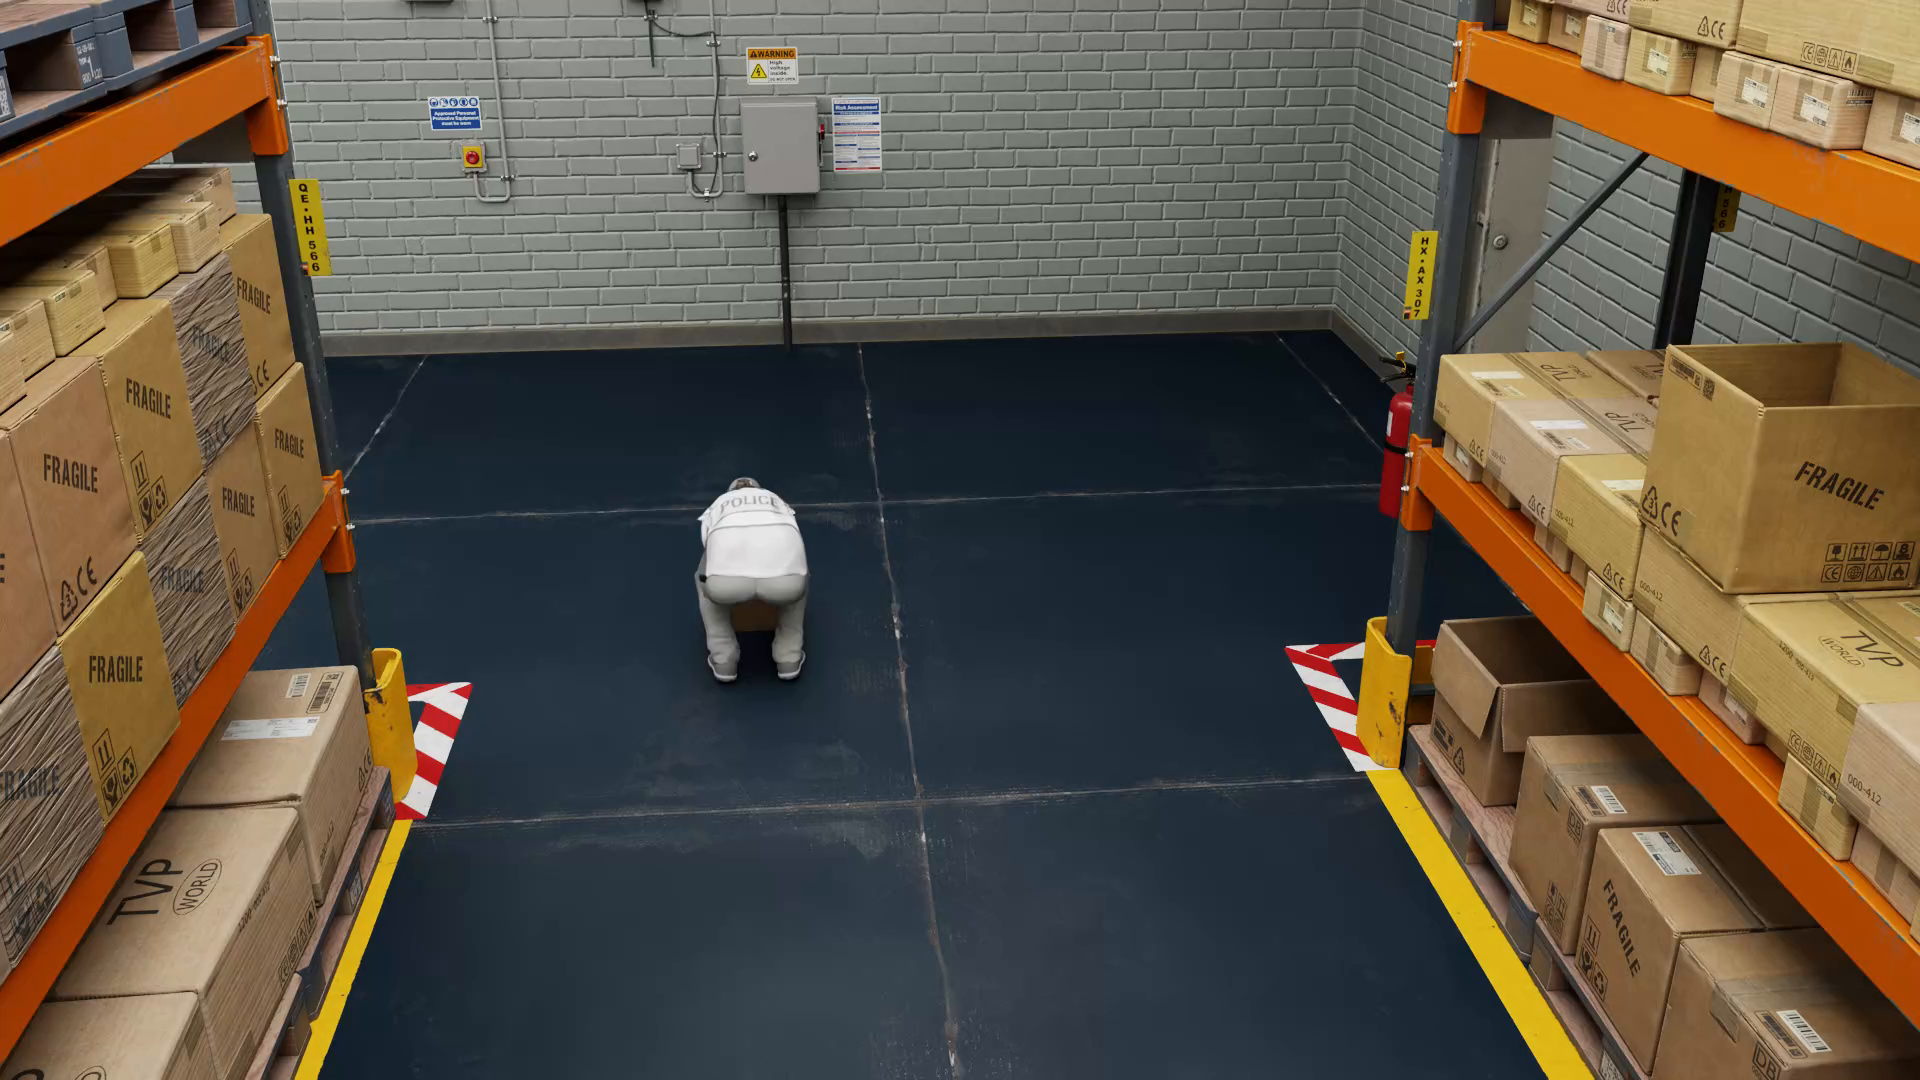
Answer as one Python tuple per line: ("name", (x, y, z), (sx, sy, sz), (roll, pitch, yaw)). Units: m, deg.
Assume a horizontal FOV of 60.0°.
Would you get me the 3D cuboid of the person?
("person", (-0.918, 0.162, 7.359), (0.513, 0.784, 0.942), (-3, 24, -7))
